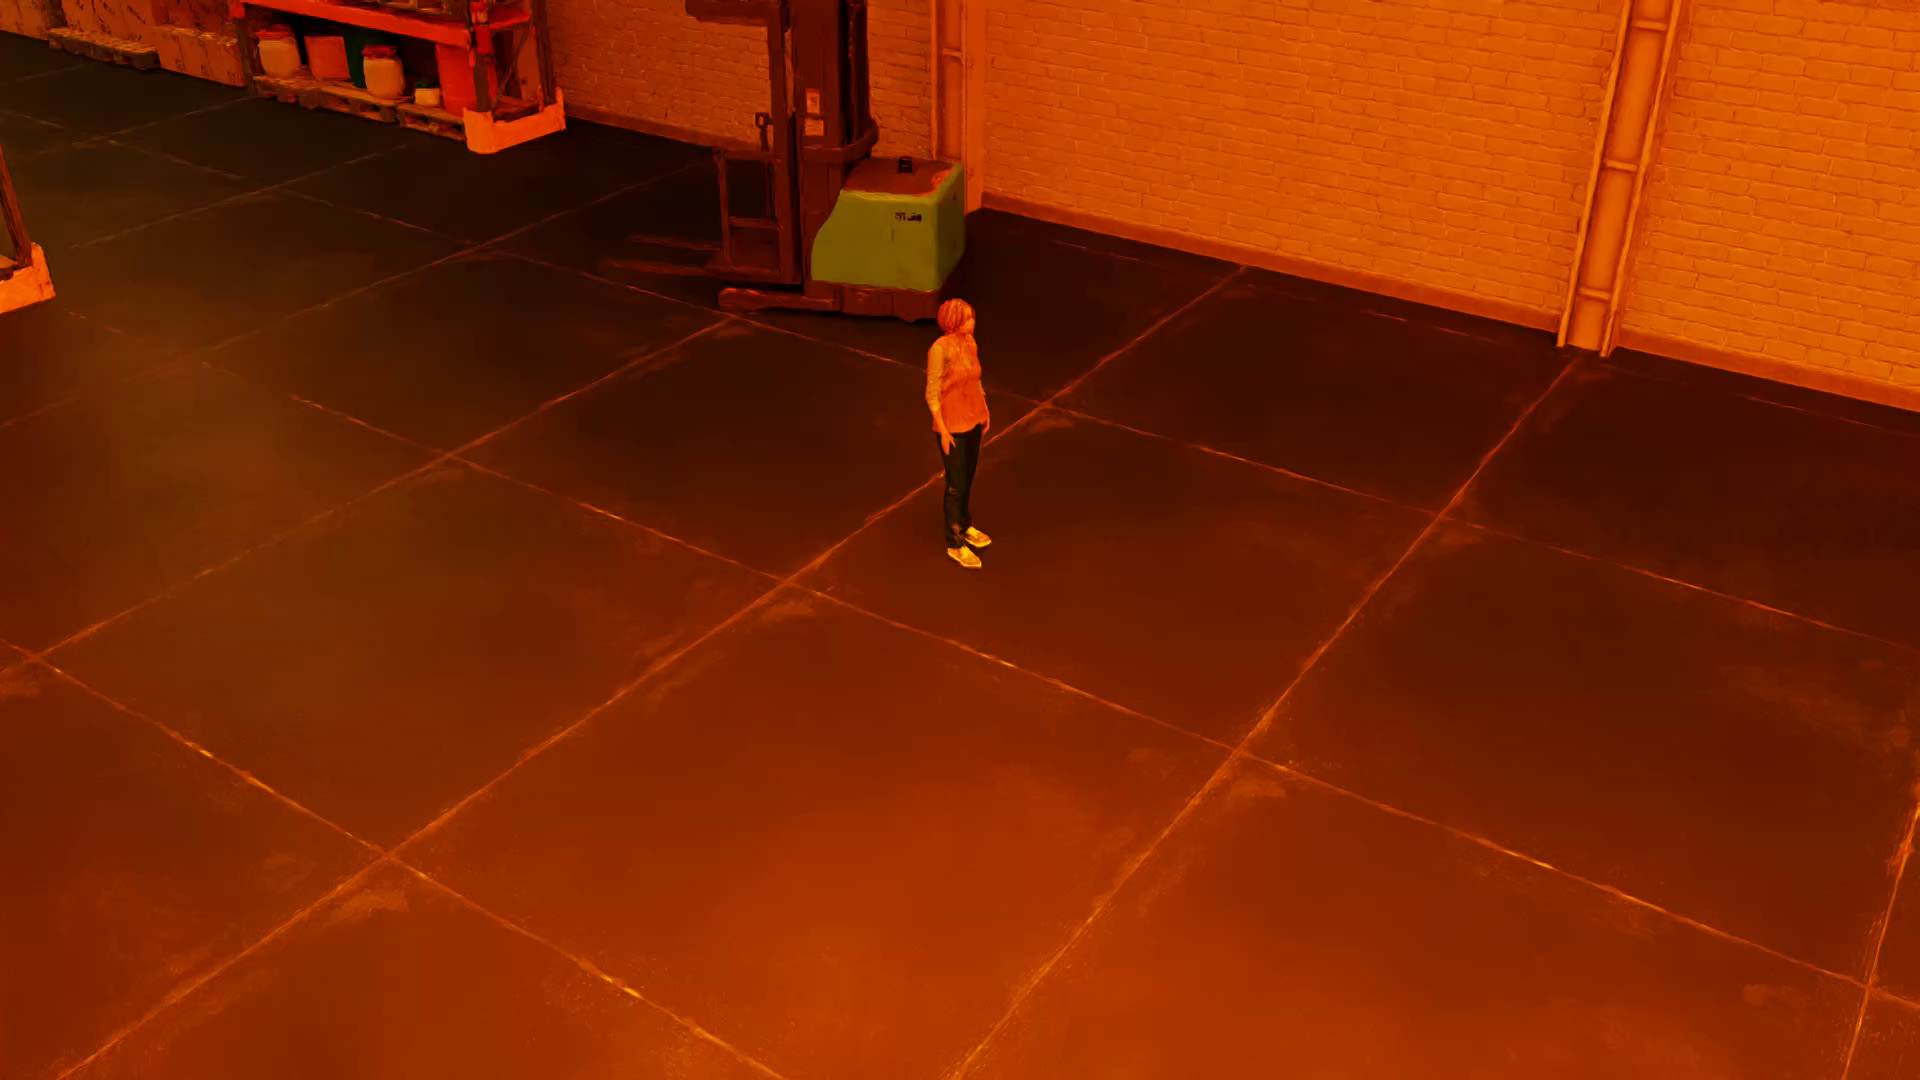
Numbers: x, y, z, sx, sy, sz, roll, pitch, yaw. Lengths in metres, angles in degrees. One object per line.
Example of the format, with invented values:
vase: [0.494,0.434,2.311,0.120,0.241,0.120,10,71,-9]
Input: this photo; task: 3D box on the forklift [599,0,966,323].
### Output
forklift: [-1.522,-3.417,13.465,3.031,2.935,1.130,7,31,12]

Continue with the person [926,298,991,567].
person: [0.054,-0.670,10.050,0.474,1.597,0.520,19,35,29]
